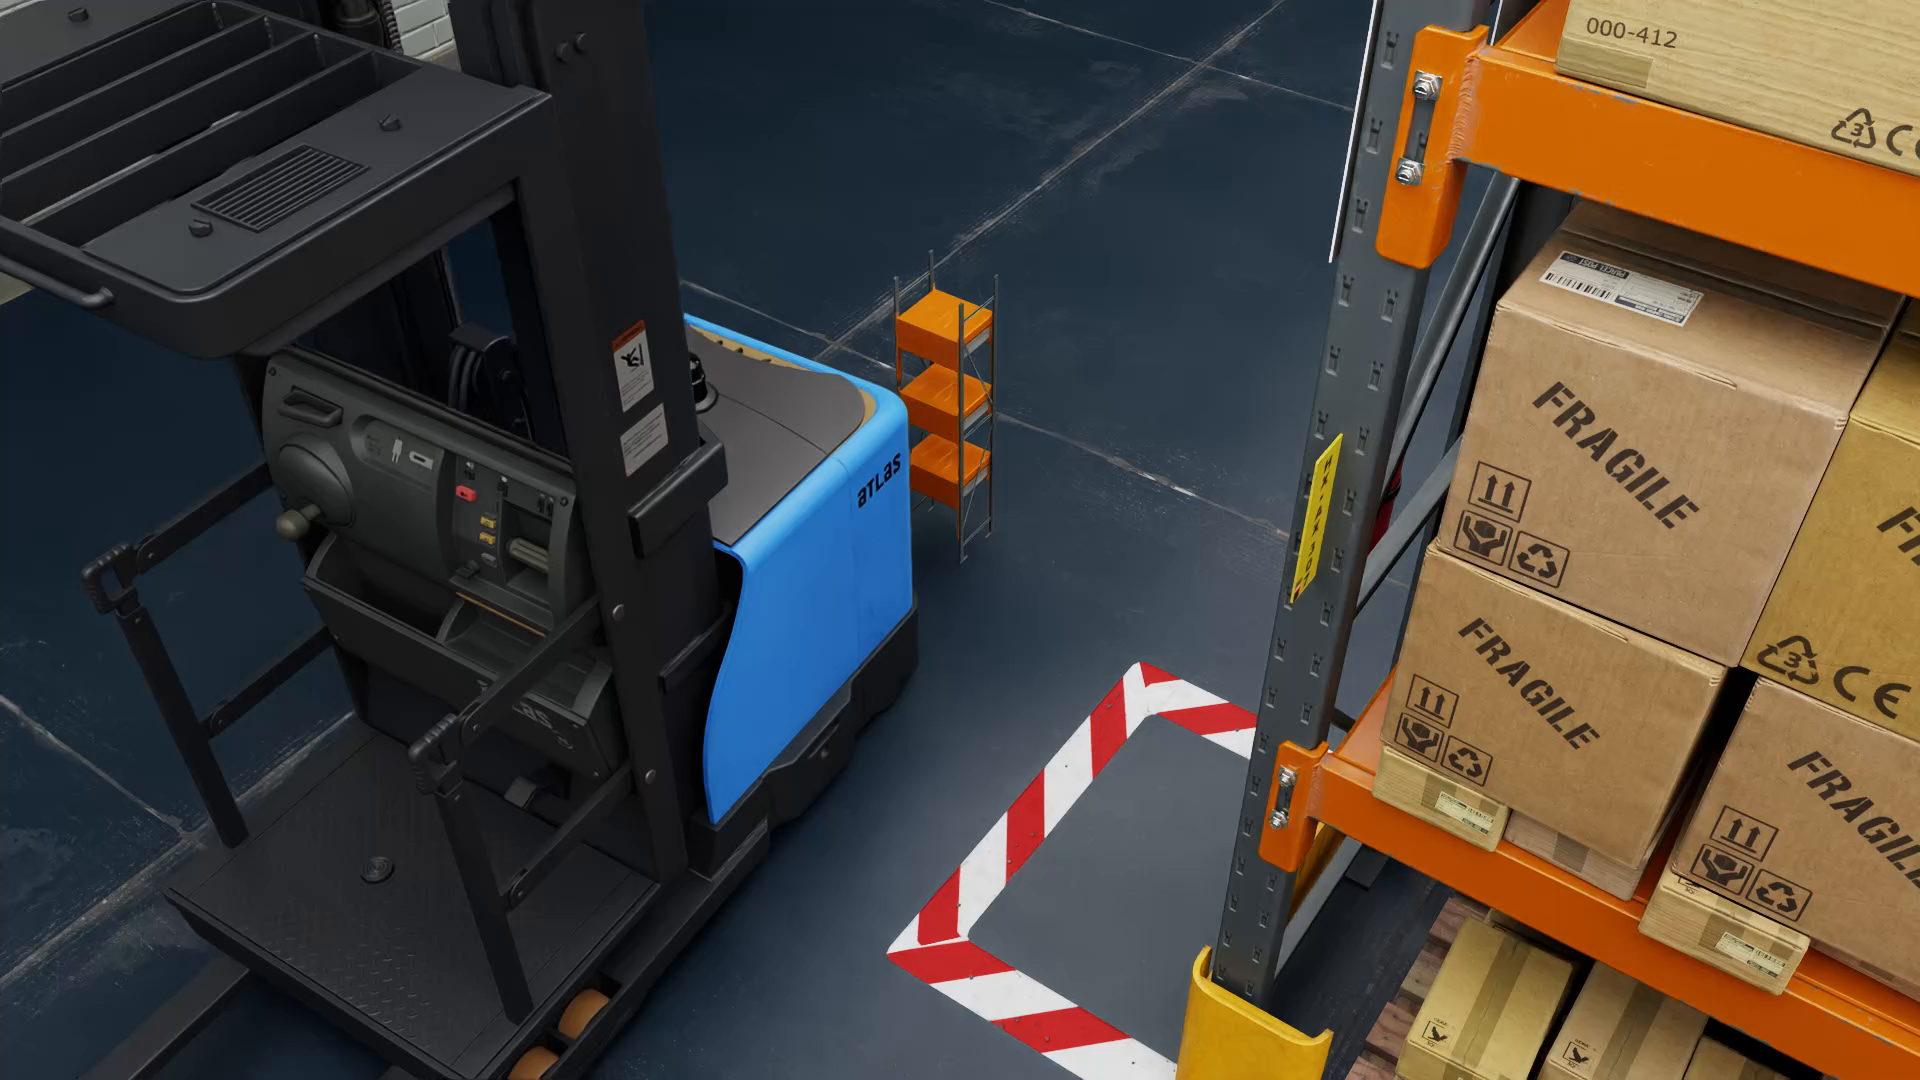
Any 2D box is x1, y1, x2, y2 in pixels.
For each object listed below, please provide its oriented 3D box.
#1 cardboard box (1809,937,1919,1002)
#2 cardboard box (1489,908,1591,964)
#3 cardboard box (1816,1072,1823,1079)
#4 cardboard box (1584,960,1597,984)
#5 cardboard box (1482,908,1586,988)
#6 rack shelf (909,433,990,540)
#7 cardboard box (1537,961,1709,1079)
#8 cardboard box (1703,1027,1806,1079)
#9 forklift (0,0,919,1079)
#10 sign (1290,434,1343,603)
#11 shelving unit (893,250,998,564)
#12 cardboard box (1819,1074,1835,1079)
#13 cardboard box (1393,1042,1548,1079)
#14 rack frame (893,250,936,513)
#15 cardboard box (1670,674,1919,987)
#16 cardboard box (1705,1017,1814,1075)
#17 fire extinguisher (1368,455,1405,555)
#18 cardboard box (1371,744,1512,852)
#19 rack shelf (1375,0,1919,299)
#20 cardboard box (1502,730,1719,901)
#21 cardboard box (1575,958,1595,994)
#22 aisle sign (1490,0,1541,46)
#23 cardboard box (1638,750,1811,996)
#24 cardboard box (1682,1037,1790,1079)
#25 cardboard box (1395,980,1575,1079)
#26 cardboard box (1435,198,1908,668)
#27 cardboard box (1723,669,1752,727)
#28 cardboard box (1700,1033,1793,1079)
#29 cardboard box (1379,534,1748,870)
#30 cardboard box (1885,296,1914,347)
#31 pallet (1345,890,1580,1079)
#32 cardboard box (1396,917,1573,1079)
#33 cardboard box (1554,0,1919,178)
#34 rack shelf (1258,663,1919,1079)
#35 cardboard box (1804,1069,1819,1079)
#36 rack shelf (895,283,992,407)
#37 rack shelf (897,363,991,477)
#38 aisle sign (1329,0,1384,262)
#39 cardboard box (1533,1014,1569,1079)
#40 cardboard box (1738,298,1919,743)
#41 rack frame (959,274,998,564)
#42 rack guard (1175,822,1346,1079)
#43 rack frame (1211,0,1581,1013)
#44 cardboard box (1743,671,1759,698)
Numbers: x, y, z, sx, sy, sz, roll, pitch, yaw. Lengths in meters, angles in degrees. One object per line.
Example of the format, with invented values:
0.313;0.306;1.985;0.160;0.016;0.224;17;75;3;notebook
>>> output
1.721;0.620;2.996;0.250;0.149;0.380;27;49;27;cardboard box
1.527;0.833;4.169;0.250;0.149;0.380;24;47;24;cardboard box
2.114;1.191;3.770;0.250;0.149;0.380;25;47;25;cardboard box
1.710;0.963;4.024;0.250;0.149;0.380;24;47;24;cardboard box
1.482;0.986;4.222;0.250;0.149;0.380;26;48;26;cardboard box
-0.044;-0.197;5.615;0.240;0.259;0.215;25;48;25;rack shelf
1.460;1.102;3.645;0.250;0.149;0.380;26;48;26;cardboard box
1.917;1.177;4.008;0.250;0.149;0.380;25;47;25;cardboard box
-1.327;-0.021;3.575;1.130;2.935;3.031;22;46;23;forklift
0.620;-0.034;2.890;0.005;0.325;0.100;25;48;25;sign
-0.044;-0.412;5.423;0.252;1.050;0.215;25;48;25;shelving unit
1.843;1.318;3.404;0.250;0.149;0.380;23;47;23;cardboard box
1.176;1.273;3.900;0.250;0.149;0.380;26;48;26;cardboard box
-0.144;-0.458;5.475;0.008;1.050;0.200;25;48;25;rack frame
1.593;0.358;2.803;0.500;0.500;0.500;25;48;25;cardboard box
1.953;1.031;3.948;0.250;0.149;0.380;23;47;24;cardboard box
0.990;-0.189;4.049;0.183;0.674;0.296;25;48;25;fire extinguisher
1.008;0.389;3.254;0.250;0.149;0.380;25;47;25;cardboard box
2.568;-0.092;1.893;4.000;0.370;1.077;25;48;25;rack shelf
1.240;0.464;3.171;0.250;0.149;0.380;27;48;27;cardboard box
1.750;1.029;4.174;0.250;0.149;0.380;27;48;27;cardboard box
1.043;-1.168;2.857;0.004;0.787;0.394;25;48;25;aisle sign
1.430;0.596;3.023;0.250;0.149;0.380;24;47;24;cardboard box
1.592;1.269;3.460;0.250;0.149;0.380;25;47;25;cardboard box
1.213;1.128;3.840;0.250;0.149;0.380;27;48;27;cardboard box
1.146;-0.212;2.689;0.500;0.500;0.500;25;47;25;cardboard box
1.756;0.260;3.399;0.250;0.149;0.380;25;47;25;cardboard box
1.655;1.309;3.638;0.250;0.149;0.380;26;48;26;cardboard box
1.140;0.167;3.016;0.500;0.500;0.500;27;49;27;cardboard box
1.448;-0.489;2.999;0.500;0.500;0.500;24;47;25;cardboard box
1.638;1.391;4.037;1.213;0.211;1.003;25;48;25;pallet
1.165;1.062;3.690;0.250;0.149;0.380;23;47;24;cardboard box
1.152;-0.758;2.211;0.500;0.250;0.500;27;48;27;cardboard box
2.568;1.026;2.893;4.000;0.370;1.077;25;48;25;rack shelf
2.127;1.264;3.910;0.250;0.149;0.380;26;48;26;cardboard box
-0.044;-0.615;5.241;0.240;0.259;0.215;25;48;25;rack shelf
-0.044;-0.404;5.430;0.240;0.259;0.215;25;48;25;rack shelf
0.699;-0.841;2.491;0.004;0.787;0.394;25;48;25;aisle sign
1.437;1.329;3.838;0.250;0.149;0.380;25;47;25;cardboard box
1.563;-0.022;2.477;0.500;0.500;0.500;26;48;26;cardboard box
0.056;-0.365;5.371;0.008;1.050;0.200;25;48;25;rack frame
0.993;0.953;4.310;0.348;0.500;1.175;25;48;25;rack guard
0.931;-0.008;3.509;0.127;3.000;1.000;25;48;25;rack frame
1.865;0.076;3.118;0.500;0.500;0.500;24;47;25;cardboard box
